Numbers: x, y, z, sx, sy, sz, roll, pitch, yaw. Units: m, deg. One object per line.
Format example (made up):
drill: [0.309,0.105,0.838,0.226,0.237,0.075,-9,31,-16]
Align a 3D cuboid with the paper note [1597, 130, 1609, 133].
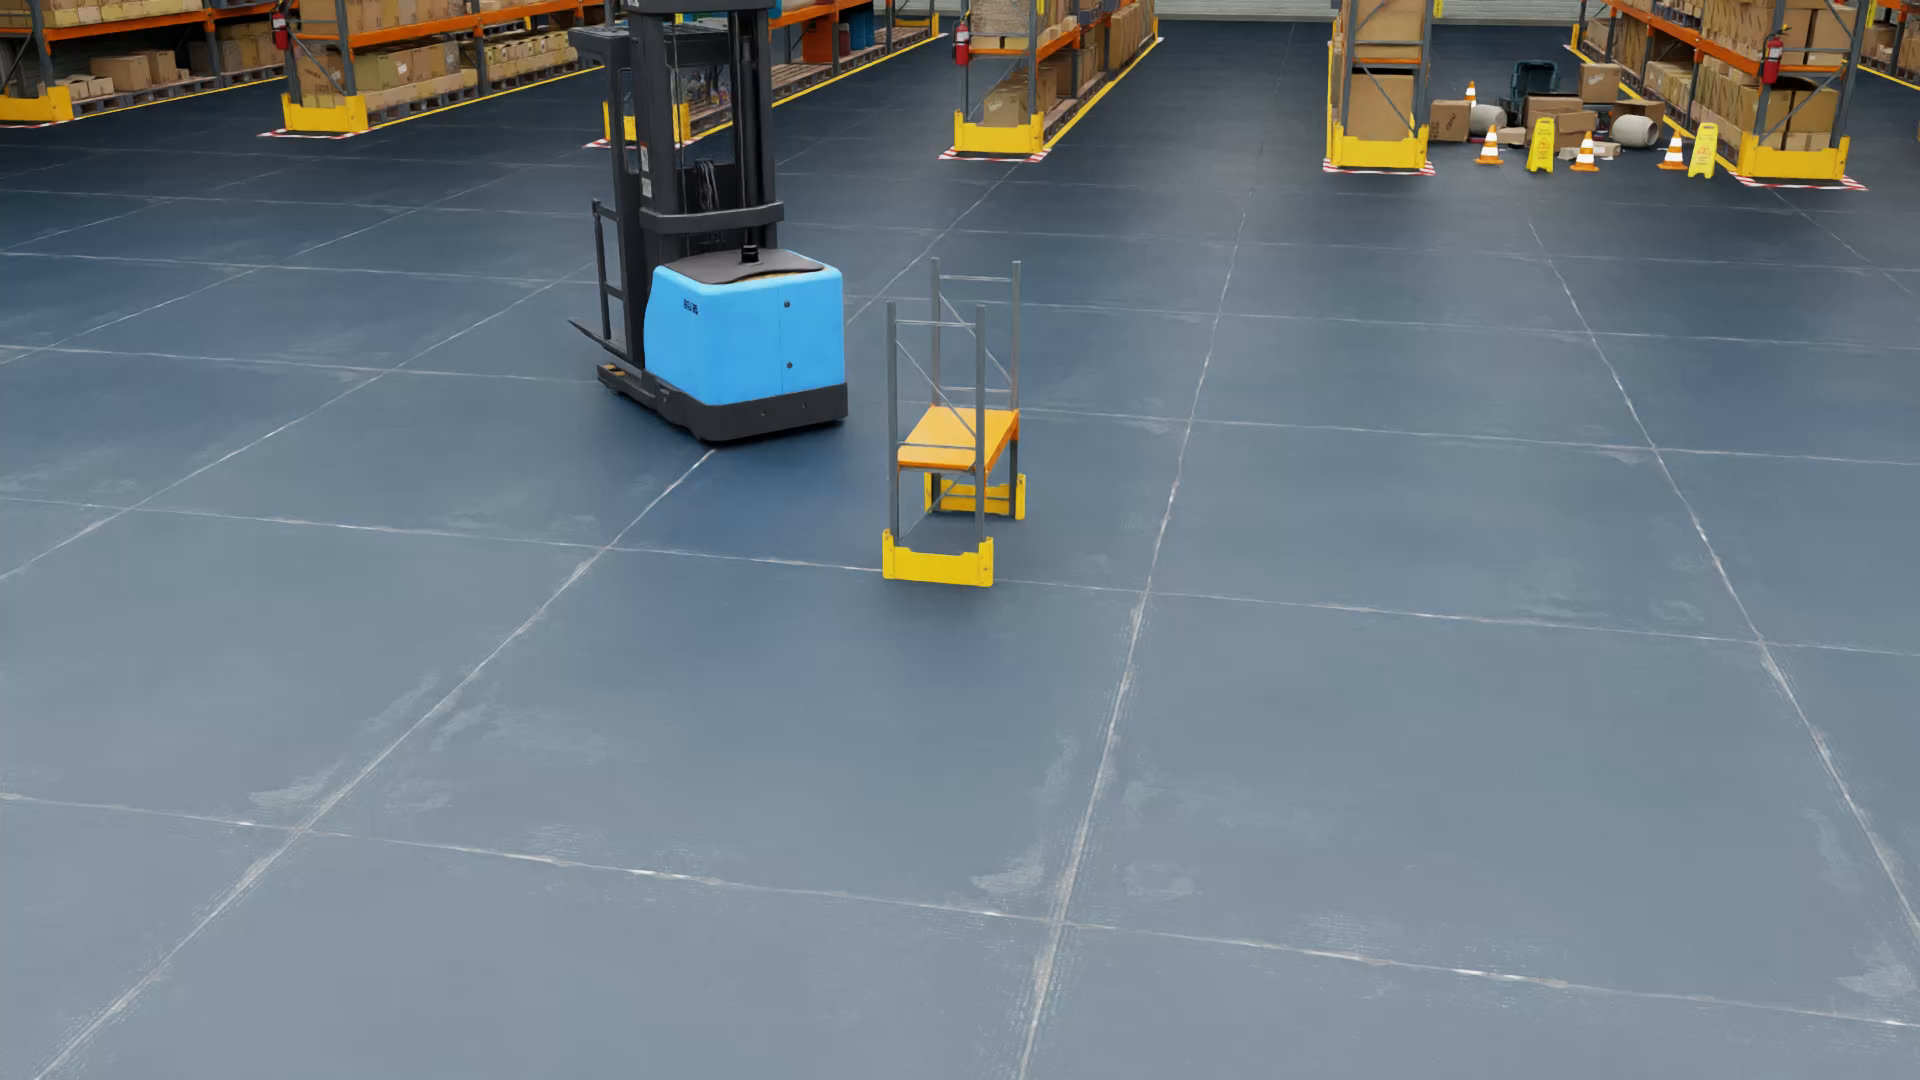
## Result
paper note: [9.245,-5.880,23.912,0.148,0.019,0.142,4,22,11]

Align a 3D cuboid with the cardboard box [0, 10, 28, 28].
cardboard box: [-14.137,-7.872,25.058,0.500,0.250,0.500,5,22,12]

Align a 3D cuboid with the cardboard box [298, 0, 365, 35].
cardboard box: [-9.084,-7.586,24.041,0.700,0.500,0.500,4,22,11]

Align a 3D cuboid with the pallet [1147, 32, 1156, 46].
pallet: [3.684,-10.873,36.069,1.003,0.211,1.213,4,22,11]

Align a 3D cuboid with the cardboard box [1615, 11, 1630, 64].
cardboard box: [12.607,-9.223,30.521,0.875,0.875,0.875,5,23,13]

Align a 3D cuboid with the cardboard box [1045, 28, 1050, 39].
cardboard box: [1.045,-7.041,23.156,0.380,0.149,0.250,4,22,11]

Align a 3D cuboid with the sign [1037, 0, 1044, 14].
sign: [1.036,-6.974,21.495,0.100,0.325,0.005,4,22,11]

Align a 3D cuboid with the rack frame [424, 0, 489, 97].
rack frame: [-8.376,-8.833,27.270,1.000,3.000,0.127,4,22,11]

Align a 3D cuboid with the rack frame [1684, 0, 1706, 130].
rack frame: [11.023,-7.321,23.516,1.000,3.000,0.127,4,22,11]

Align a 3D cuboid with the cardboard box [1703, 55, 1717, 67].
cardboard box: [10.554,-6.653,23.103,0.380,0.149,0.250,5,22,12]

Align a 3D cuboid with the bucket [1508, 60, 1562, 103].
bucket: [8.386,-6.622,24.129,0.726,0.611,0.620,13,15,29]

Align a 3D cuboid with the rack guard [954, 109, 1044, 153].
rack guard: [0.521,-5.482,22.295,1.175,0.500,0.348,4,22,11]

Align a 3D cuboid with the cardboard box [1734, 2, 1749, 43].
cardboard box: [10.260,-6.627,21.262,0.500,0.500,0.500,4,22,11]

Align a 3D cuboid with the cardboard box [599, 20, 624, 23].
cardboard box: [-6.877,-10.051,33.052,0.500,0.500,0.500,4,22,9]

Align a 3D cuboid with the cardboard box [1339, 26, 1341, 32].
cardboard box: [6.856,-8.777,28.913,0.500,0.250,0.500,4,22,10]

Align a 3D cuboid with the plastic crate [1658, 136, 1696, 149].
plastic crate: [9.900,-5.455,22.791,0.402,0.080,0.583,-3,22,-8]

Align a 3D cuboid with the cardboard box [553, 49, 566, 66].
cardboard box: [-7.530,-8.815,30.345,0.500,0.250,0.500,4,22,10]

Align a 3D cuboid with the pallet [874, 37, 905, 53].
pallet: [-1.783,-10.358,34.790,1.003,0.211,1.213,4,22,11]

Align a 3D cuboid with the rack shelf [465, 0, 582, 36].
rack shelf: [-7.968,-9.231,29.221,1.077,0.370,4.000,4,22,11]

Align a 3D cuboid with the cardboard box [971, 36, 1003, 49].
cardboard box: [0.361,-6.617,22.104,0.380,0.149,0.250,4,22,11]

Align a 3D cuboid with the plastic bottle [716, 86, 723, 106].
plastic bottle: [-3.604,-6.656,24.912,0.061,0.283,0.133,5,22,12]

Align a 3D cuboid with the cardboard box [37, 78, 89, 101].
cardboard box: [-13.813,-6.949,25.604,0.500,0.311,0.500,2,22,5]

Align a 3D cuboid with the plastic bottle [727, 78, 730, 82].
plastic bottle: [-3.566,-7.069,25.948,0.152,0.276,0.135,4,22,11]

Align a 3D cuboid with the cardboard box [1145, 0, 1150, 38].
cardboard box: [3.532,-11.101,35.185,0.875,0.875,0.875,4,22,11]

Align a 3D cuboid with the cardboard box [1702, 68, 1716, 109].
cardboard box: [10.541,-6.196,22.838,0.500,0.500,0.500,5,23,13]

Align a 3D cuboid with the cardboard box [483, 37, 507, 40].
cardboard box: [-8.263,-8.739,29.405,0.500,0.311,0.500,4,22,10]

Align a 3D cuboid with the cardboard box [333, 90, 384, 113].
cardboard box: [-8.865,-6.468,24.518,0.500,0.250,0.500,4,22,11]

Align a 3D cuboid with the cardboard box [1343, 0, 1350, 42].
cardboard box: [5.777,-7.204,23.024,0.875,0.550,0.550,4,22,11]

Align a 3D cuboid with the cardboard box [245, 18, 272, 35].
cardboard box: [-12.783,-9.405,30.444,0.500,0.250,0.500,4,22,11]

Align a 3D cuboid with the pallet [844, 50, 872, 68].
pallet: [-2.340,-9.360,32.311,1.003,0.211,1.213,4,22,11]

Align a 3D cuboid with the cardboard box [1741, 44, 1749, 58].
cardboard box: [10.113,-6.184,21.030,0.380,0.149,0.250,5,22,12]

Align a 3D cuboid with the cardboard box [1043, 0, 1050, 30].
cardboard box: [0.773,-7.368,23.102,0.875,0.500,0.500,4,22,11]

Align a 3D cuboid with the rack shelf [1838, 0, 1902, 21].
rack shelf: [17.923,-10.267,31.795,1.077,0.370,4.000,4,22,11]

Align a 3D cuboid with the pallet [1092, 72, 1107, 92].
pallet: [1.977,-7.960,28.836,1.003,0.211,1.213,4,22,11]

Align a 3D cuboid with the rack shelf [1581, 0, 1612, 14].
rack shelf: [13.063,-10.644,32.731,1.077,0.370,4.000,4,22,11]

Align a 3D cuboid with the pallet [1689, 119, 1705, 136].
pallet: [10.920,-5.779,23.420,1.003,0.211,1.213,4,22,11]

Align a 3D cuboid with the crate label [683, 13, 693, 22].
crate label: [-4.233,-7.701,24.413,0.502,0.435,0.616,4,22,11]

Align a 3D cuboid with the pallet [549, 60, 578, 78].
pallet: [-7.766,-8.704,30.683,1.003,0.211,1.213,4,22,11]

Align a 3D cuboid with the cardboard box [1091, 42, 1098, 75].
cardboard box: [2.021,-8.337,28.797,0.700,0.500,0.500,3,22,8]

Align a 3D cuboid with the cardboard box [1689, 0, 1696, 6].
cardboard box: [10.992,-8.068,24.277,0.500,0.500,0.500,5,22,11]

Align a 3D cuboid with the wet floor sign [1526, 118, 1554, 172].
wet floor sign: [7.273,-4.945,20.768,0.267,0.644,0.232,1,22,2]

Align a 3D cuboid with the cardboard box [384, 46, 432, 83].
cardboard box: [-8.556,-7.365,25.740,0.500,0.500,0.500,4,22,11]

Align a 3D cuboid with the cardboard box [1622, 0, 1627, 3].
cardboard box: [12.083,-9.661,29.527,0.500,0.250,0.500,4,22,10]

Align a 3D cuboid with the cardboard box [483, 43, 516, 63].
cardboard box: [-7.940,-8.327,28.382,0.500,0.311,0.500,4,22,10]

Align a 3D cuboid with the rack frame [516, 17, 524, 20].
rack frame: [-10.777,-13.598,39.101,1.000,3.000,0.127,4,22,11]

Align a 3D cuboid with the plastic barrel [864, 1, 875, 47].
plastic barrel: [-2.023,-10.403,33.417,0.600,0.901,0.708,4,22,11]

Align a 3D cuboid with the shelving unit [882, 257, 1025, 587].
shelving unit: [-0.016,-0.668,9.004,0.587,1.500,1.083,4,22,11]

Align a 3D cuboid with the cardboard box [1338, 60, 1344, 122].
cardboard box: [5.591,-5.983,22.475,0.875,0.875,0.875,4,22,10]

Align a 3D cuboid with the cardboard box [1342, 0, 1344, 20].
cardboard box: [6.309,-8.474,26.246,0.500,0.500,0.500,4,22,10]

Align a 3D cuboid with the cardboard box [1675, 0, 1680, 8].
cardboard box: [11.350,-8.367,25.887,0.380,0.149,0.250,6,23,14]

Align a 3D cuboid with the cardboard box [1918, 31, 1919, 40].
cardboard box: [17.160,-8.893,29.335,0.380,0.149,0.250,3,22,8]

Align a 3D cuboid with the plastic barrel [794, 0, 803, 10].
plastic barrel: [-2.879,-9.277,28.190,0.433,0.535,0.433,0,22,0]

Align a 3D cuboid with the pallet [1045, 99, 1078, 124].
pallet: [1.219,-6.535,25.296,1.003,0.211,1.213,4,22,11]

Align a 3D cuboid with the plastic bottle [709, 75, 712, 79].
plastic bottle: [-3.956,-7.187,26.230,0.061,0.283,0.133,4,22,11]

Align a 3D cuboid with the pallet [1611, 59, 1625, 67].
pallet: [12.572,-8.665,30.587,1.003,0.211,1.213,4,22,11]

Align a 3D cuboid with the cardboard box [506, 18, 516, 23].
cardboard box: [-10.822,-12.369,38.835,0.700,0.500,0.500,4,22,11]

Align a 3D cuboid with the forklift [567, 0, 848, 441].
forklift: [-1.984,-2.496,11.627,1.130,2.935,3.031,-14,26,-30]

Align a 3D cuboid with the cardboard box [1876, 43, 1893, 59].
cardboard box: [17.414,-9.153,31.163,0.396,0.266,0.258,5,23,13]
